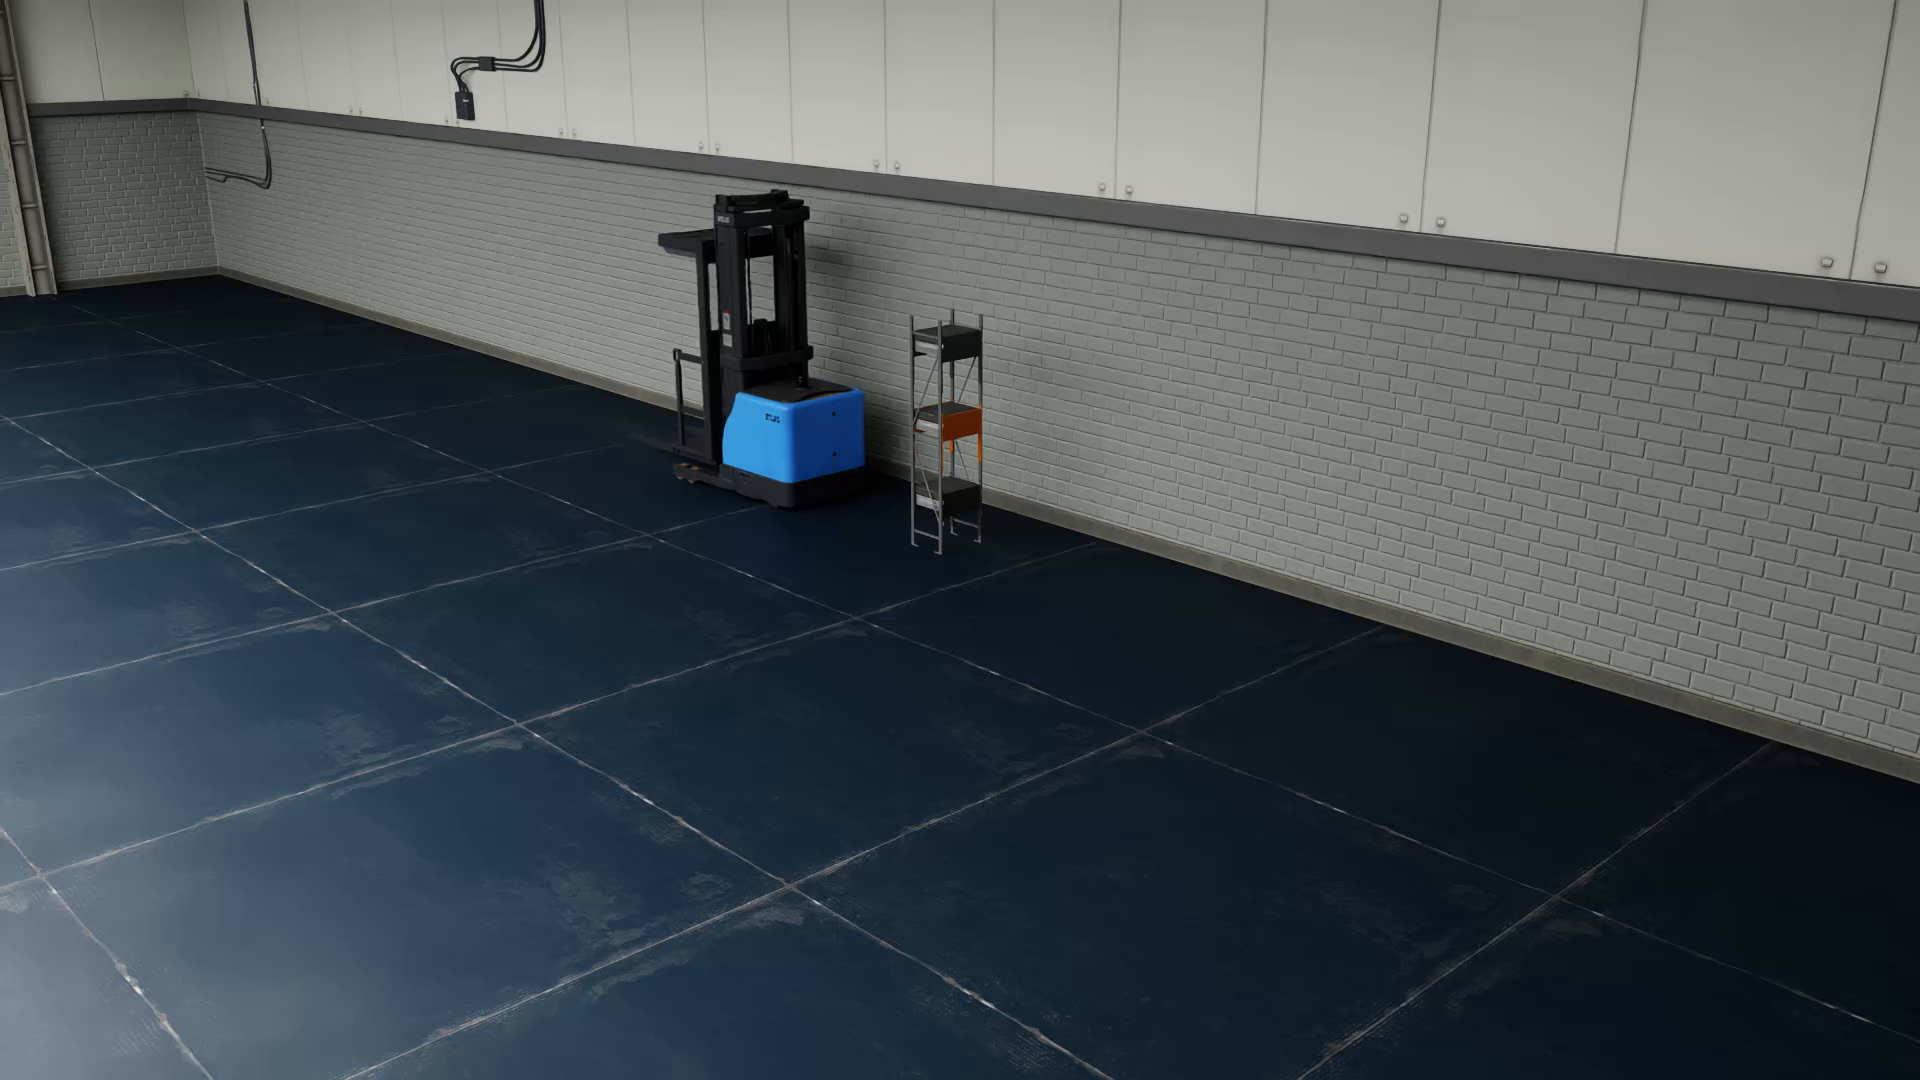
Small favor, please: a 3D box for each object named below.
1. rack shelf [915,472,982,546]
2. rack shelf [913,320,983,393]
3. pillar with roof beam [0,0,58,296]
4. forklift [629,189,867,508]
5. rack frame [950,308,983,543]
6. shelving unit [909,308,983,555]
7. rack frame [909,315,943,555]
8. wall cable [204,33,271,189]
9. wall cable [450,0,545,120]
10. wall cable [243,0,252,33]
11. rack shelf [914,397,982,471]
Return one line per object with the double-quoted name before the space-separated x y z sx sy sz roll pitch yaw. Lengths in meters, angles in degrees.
"rack shelf" -0.120 -0.285 15.038 0.480 0.518 0.431 -16 24 -41
"rack shelf" -0.120 -1.617 14.606 0.480 0.518 0.431 -16 24 -41
"pillar with roof beam" -12.528 -7.469 23.696 0.400 9.000 9.100 -16 24 -41
"forklift" -2.314 -2.073 16.892 1.130 2.935 3.031 -17 24 -41
"rack frame" 0.057 -1.015 14.977 0.015 2.100 0.400 -16 24 -41
"shelving unit" -0.120 -0.964 14.818 0.503 2.100 0.431 -16 24 -41
"rack frame" -0.298 -0.912 14.659 0.015 2.100 0.400 -16 24 -41
"wall cable" -12.436 -7.285 28.162 0.112 2.526 3.097 -16 24 -41
"wall cable" -5.925 -8.249 20.586 0.169 6.003 2.305 -16 24 -41
"wall cable" -10.577 -9.081 25.513 0.112 2.526 3.097 -16 24 -41
"rack shelf" -0.120 -0.951 14.822 0.480 0.518 0.431 -16 24 -41
